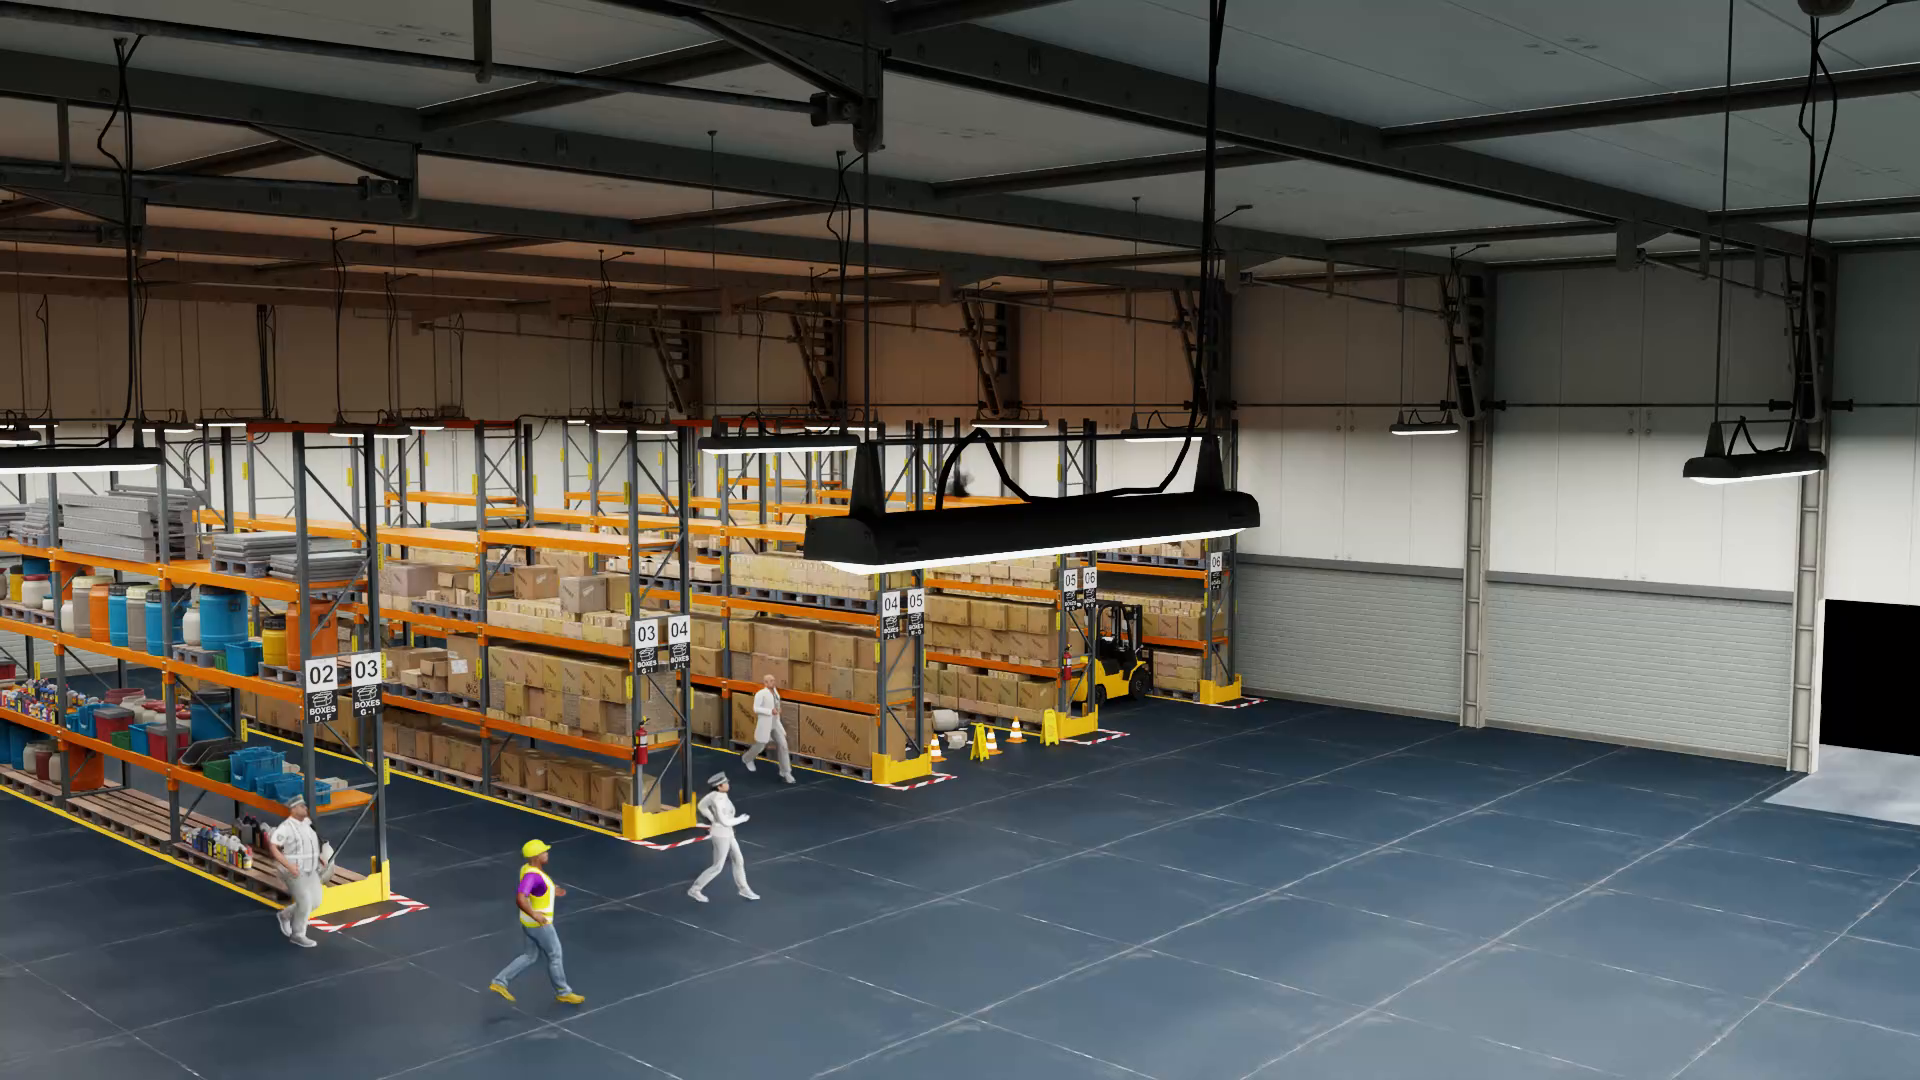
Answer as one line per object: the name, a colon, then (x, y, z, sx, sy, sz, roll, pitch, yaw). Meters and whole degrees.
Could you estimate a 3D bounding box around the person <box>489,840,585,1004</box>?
person: (-4.440, 4.014, 17.402, 0.979, 1.778, 0.697, -2, 5, -28)

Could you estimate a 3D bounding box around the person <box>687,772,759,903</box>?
person: (-3.002, 3.765, 21.043, 0.928, 1.699, 0.620, -1, 5, -14)

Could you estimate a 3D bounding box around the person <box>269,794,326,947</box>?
person: (-7.793, 3.874, 19.605, 0.579, 1.752, 0.705, 1, 5, 15)

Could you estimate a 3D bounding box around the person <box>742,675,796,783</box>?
person: (-3.275, 3.165, 28.023, 1.159, 1.819, 0.668, 4, 6, 42)
